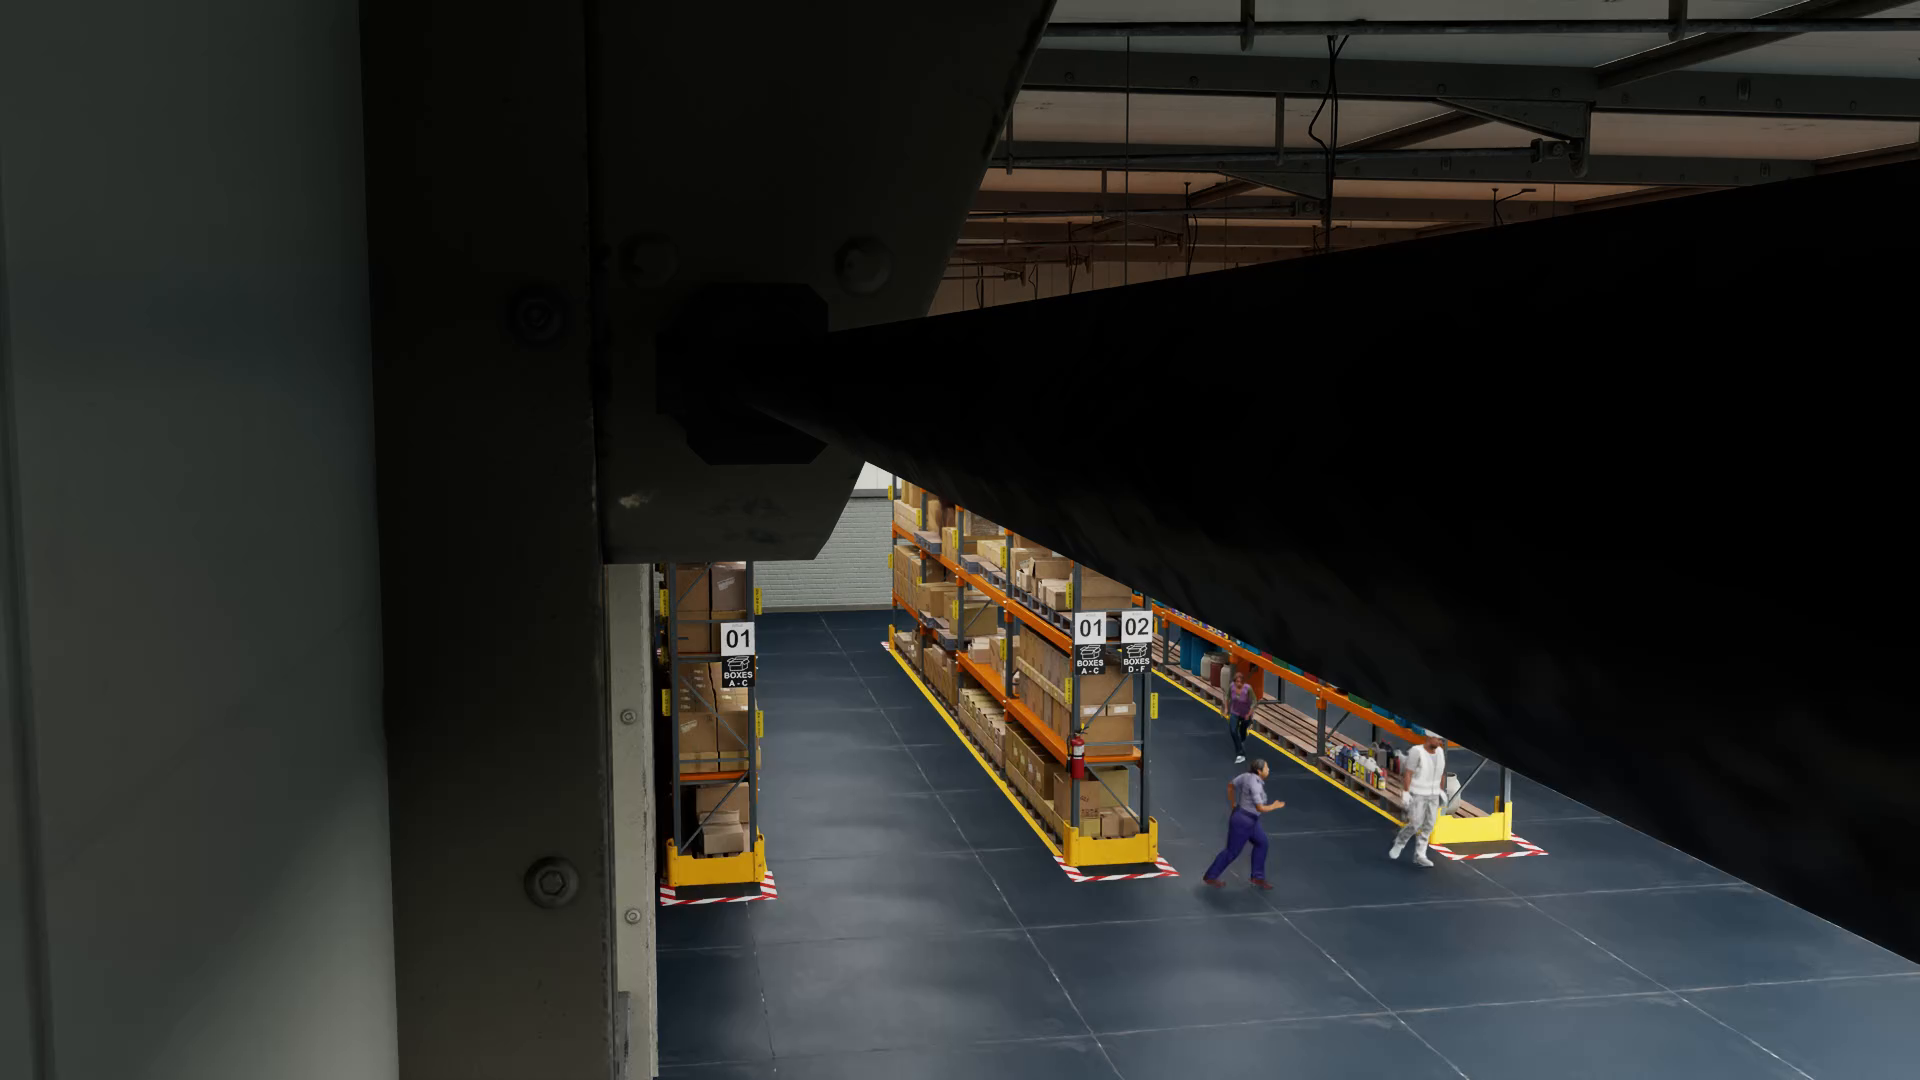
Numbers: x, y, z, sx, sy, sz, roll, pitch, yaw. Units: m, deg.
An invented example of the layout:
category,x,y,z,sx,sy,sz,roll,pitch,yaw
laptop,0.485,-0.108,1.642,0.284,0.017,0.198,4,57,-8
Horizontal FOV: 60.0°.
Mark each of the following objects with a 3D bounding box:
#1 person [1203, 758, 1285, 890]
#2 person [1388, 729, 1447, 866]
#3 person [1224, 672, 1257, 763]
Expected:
category,x,y,z,sx,sy,sz,roll,pitch,yaw
person,3.382,3.399,19.832,0.955,1.635,0.600,1,6,6
person,5.772,3.184,20.874,0.704,1.776,0.510,-3,7,-26
person,4.482,2.755,26.406,0.519,1.455,0.971,2,7,19
